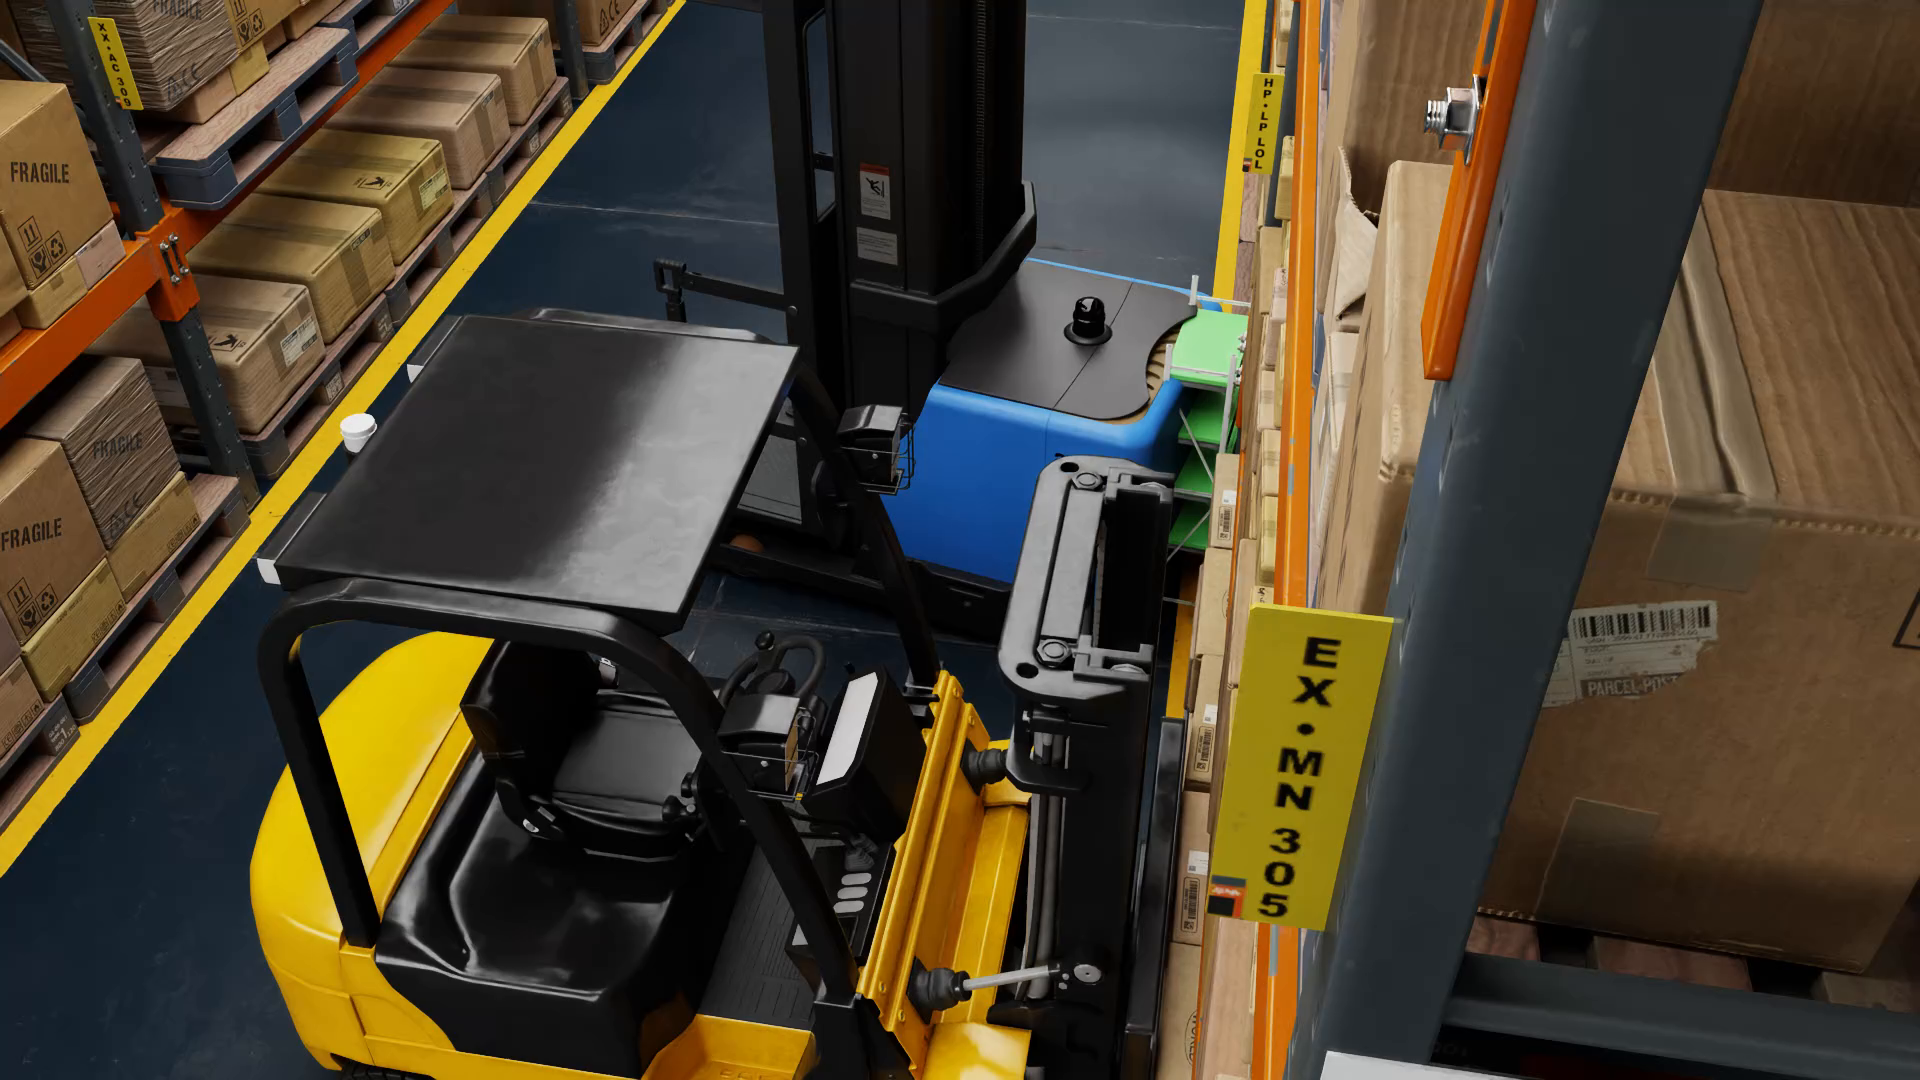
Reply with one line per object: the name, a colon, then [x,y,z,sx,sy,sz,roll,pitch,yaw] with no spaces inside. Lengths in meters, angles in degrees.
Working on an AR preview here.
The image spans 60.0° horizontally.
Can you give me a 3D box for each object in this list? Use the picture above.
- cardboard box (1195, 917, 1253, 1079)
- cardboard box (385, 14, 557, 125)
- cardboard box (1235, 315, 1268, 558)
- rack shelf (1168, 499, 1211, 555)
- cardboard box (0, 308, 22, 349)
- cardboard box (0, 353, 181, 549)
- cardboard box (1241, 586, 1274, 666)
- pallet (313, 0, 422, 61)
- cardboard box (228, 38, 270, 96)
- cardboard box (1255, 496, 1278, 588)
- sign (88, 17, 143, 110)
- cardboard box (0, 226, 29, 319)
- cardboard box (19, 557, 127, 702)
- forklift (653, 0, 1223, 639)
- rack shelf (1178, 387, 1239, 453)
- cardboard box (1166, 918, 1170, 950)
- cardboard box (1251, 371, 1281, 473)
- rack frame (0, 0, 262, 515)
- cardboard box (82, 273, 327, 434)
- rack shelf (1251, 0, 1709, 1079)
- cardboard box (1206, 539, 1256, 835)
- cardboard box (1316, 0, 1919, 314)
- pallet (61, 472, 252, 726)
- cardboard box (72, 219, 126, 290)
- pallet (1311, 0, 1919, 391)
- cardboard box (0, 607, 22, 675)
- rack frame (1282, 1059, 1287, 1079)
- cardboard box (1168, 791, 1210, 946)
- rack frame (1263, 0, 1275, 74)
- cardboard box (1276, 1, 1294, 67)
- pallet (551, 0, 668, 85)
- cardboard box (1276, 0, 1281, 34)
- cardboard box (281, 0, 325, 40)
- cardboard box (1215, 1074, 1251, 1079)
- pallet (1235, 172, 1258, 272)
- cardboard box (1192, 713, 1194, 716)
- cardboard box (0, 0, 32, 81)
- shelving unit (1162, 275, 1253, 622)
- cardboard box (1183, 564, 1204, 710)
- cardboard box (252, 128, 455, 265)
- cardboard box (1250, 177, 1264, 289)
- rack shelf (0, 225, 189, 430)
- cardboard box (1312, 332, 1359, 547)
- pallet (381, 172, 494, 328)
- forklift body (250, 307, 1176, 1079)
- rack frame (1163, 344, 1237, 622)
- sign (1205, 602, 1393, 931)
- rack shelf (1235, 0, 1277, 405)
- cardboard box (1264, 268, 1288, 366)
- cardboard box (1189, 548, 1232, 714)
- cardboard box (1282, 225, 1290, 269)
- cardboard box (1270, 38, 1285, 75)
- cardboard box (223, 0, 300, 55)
cardboard box: [0.700,1.008,3.099,0.500,0.500,0.500,8,40,9]
cardboard box: [-2.839,-2.653,9.337,0.950,0.372,0.625,4,40,5]
cardboard box: [1.059,-0.262,4.634,0.500,0.500,0.500,7,40,8]
rack shelf: [0.886,-0.081,6.375,0.258,0.148,0.480,11,40,13]
cardboard box: [-3.337,-0.702,5.442,0.380,0.149,0.250,7,40,8]
cardboard box: [-3.261,-0.337,6.043,0.500,0.500,0.500,6,40,7]
cardboard box: [0.751,0.245,3.278,0.380,0.149,0.250,7,40,9]
pallet: [-3.033,-2.536,7.614,1.003,0.211,1.213,6,40,8]
cardboard box: [-2.964,-1.879,6.537,0.380,0.149,0.250,7,40,9]
cardboard box: [0.865,0.049,3.749,0.380,0.149,0.250,6,40,7]
sign: [-2.887,-1.625,5.682,0.100,0.325,0.005,6,40,8]
cardboard box: [-3.337,-0.870,5.136,0.500,0.500,0.500,8,40,9]
cardboard box: [-3.343,0.287,5.877,0.500,0.250,0.500,5,40,6]
forklift: [-0.579,-1.279,5.997,3.031,2.935,1.130,14,42,17]
rack shelf: [0.887,-0.456,6.076,0.258,0.148,0.480,11,40,13]
cardboard box: [0.807,1.120,4.477,0.500,0.250,0.500,6,40,8]
cardboard box: [0.929,-0.279,4.146,0.380,0.149,0.250,6,40,7]
rack frame: [-3.423,-1.347,6.025,1.000,3.000,0.127,6,40,8]
cardboard box: [-3.335,-0.825,7.127,0.950,0.372,0.625,7,40,8]
rack shelf: [1.120,-0.425,3.121,1.077,0.370,4.000,6,40,8]
cardboard box: [0.864,0.369,3.871,0.500,0.500,0.500,7,40,8]
cardboard box: [0.886,-0.623,2.309,0.700,0.500,0.500,7,40,8]
pallet: [-3.505,0.153,6.399,1.003,0.211,1.213,6,40,8]
cardboard box: [-3.178,-1.015,5.820,0.380,0.149,0.250,6,40,7]
pallet: [1.131,-0.622,2.864,1.003,0.211,1.213,6,40,8]
cardboard box: [-3.435,0.303,5.269,0.500,0.500,0.500,8,40,10]
rack frame: [0.774,1.709,2.329,1.000,3.000,0.127,6,40,8]
cardboard box: [0.802,0.942,4.301,0.500,0.250,0.500,6,40,7]
rack frame: [2.159,-3.312,8.402,1.000,3.000,0.127,6,40,8]
cardboard box: [1.343,-1.821,6.010,0.380,0.149,0.250,5,40,6]
pallet: [-2.520,-3.269,10.538,1.003,0.211,1.213,6,40,8]
cardboard box: [1.667,-2.364,7.372,0.500,0.250,0.500,5,40,6]
cardboard box: [-2.905,-2.223,6.952,0.380,0.149,0.250,7,40,8]
cardboard box: [0.573,1.008,2.589,0.380,0.149,0.250,7,40,8]
pallet: [1.978,-1.725,8.671,1.003,0.211,1.213,6,40,8]
cardboard box: [0.993,0.489,5.240,0.500,0.250,0.500,6,40,7]
cardboard box: [-3.569,-1.977,6.146,0.500,0.500,0.500,6,40,7]
shelving unit: [0.887,-0.319,6.186,0.258,1.200,0.503,11,40,13]
cardboard box: [1.057,0.363,5.785,0.500,0.250,0.500,7,40,8]
cardboard box: [-3.095,-1.713,8.201,0.950,0.372,0.625,8,40,9]
cardboard box: [1.296,-1.089,5.831,0.500,0.250,0.500,7,40,9]
rack shelf: [-3.769,0.186,4.736,1.077,0.370,4.000,6,40,8]
cardboard box: [0.618,-0.104,1.957,0.380,0.149,0.250,5,40,6]
pallet: [-3.081,-1.529,8.433,1.003,0.211,1.213,6,40,8]
forklift body: [-0.695,0.645,4.282,2.313,2.155,1.214,6,40,8]
rack frame: [0.818,-0.173,6.003,0.240,1.200,0.015,11,40,13]
sign: [0.242,0.173,1.200,0.100,0.325,0.005,6,40,8]
rack shelf: [1.812,-1.780,7.113,1.077,0.370,4.000,6,40,8]
cardboard box: [0.982,-0.552,4.243,0.380,0.149,0.250,7,40,9]
cardboard box: [0.975,0.300,5.077,0.500,0.250,0.500,6,40,8]
cardboard box: [1.109,-0.756,4.723,0.380,0.149,0.250,7,40,9]
cardboard box: [1.381,-1.597,6.052,0.500,0.250,0.500,5,40,7]
cardboard box: [-2.973,-2.239,6.462,0.500,0.500,0.500,7,40,8]
